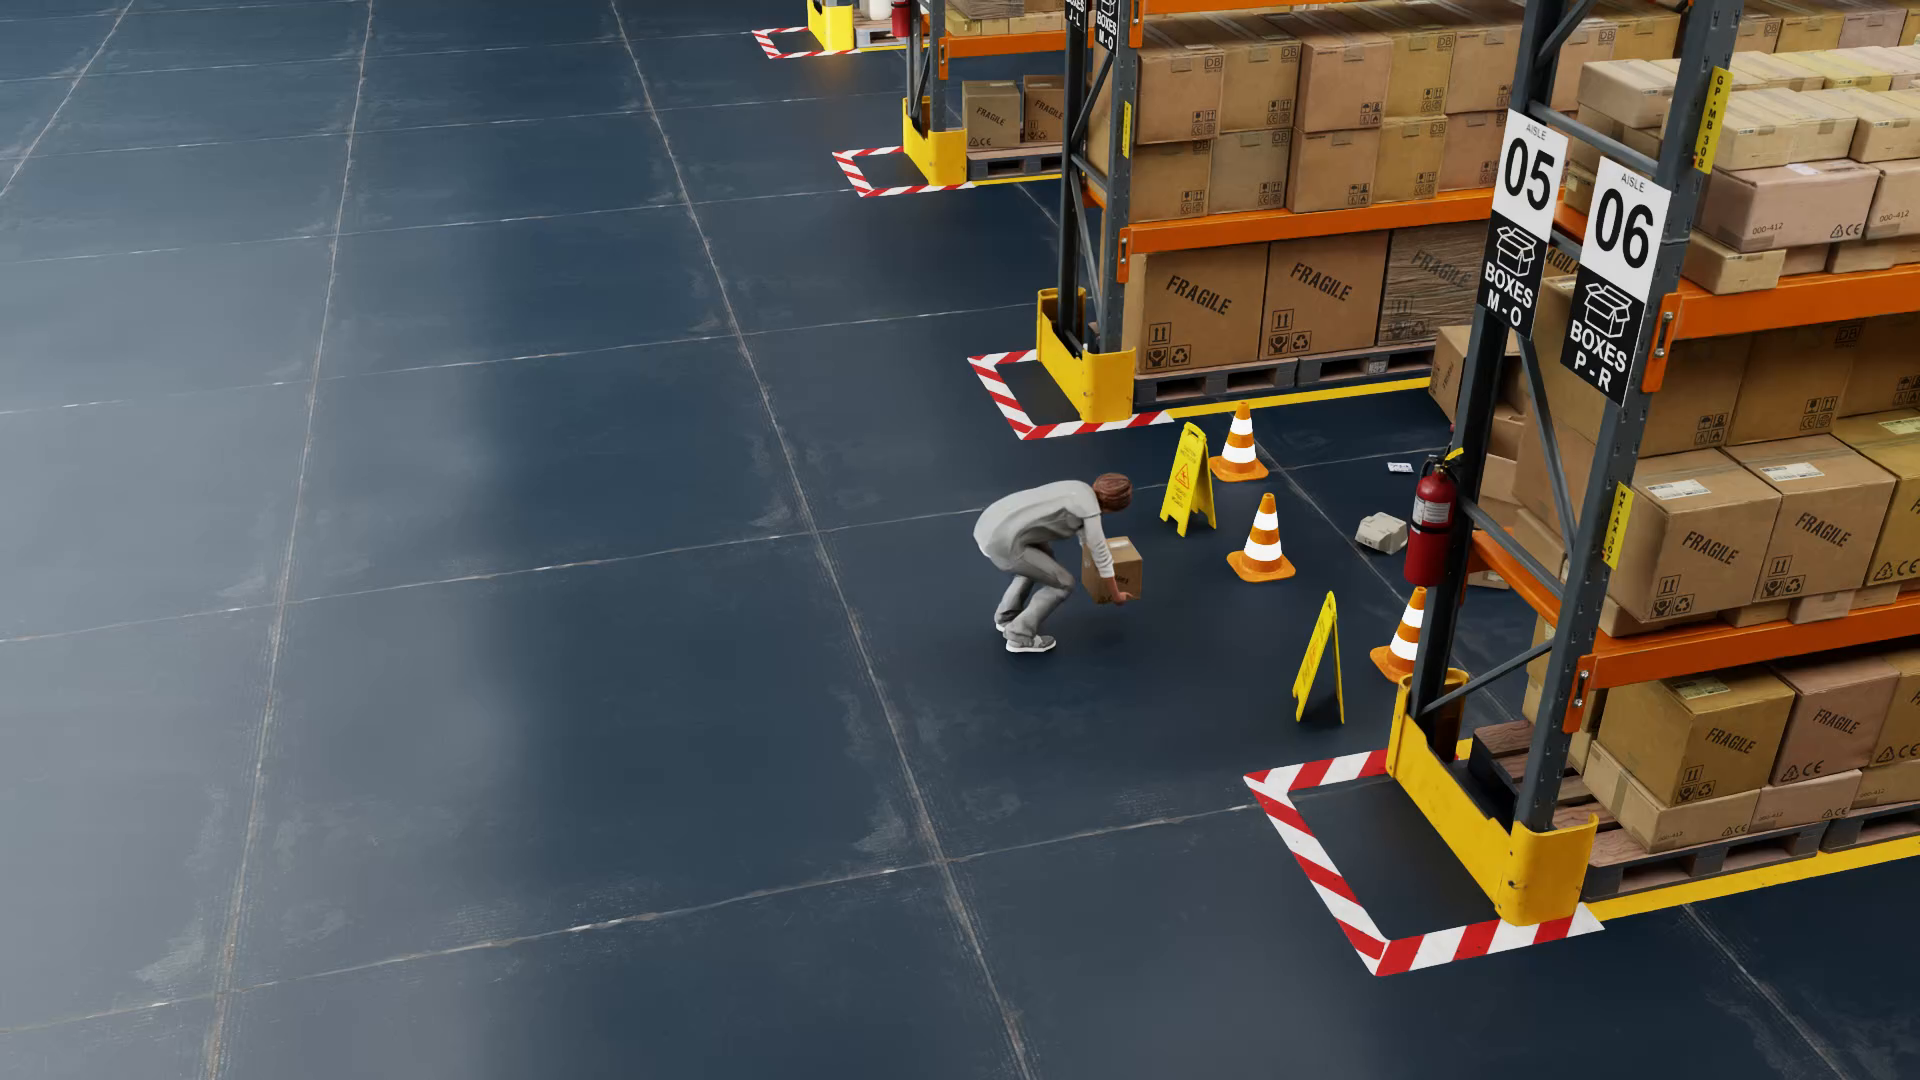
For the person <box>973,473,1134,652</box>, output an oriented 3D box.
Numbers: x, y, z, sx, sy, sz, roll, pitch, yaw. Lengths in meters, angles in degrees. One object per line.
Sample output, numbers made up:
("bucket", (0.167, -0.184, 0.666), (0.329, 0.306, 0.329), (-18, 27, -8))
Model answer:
("person", (0.490, 0.110, 8.725), (0.862, 0.912, 0.431), (-9, 32, -15))
